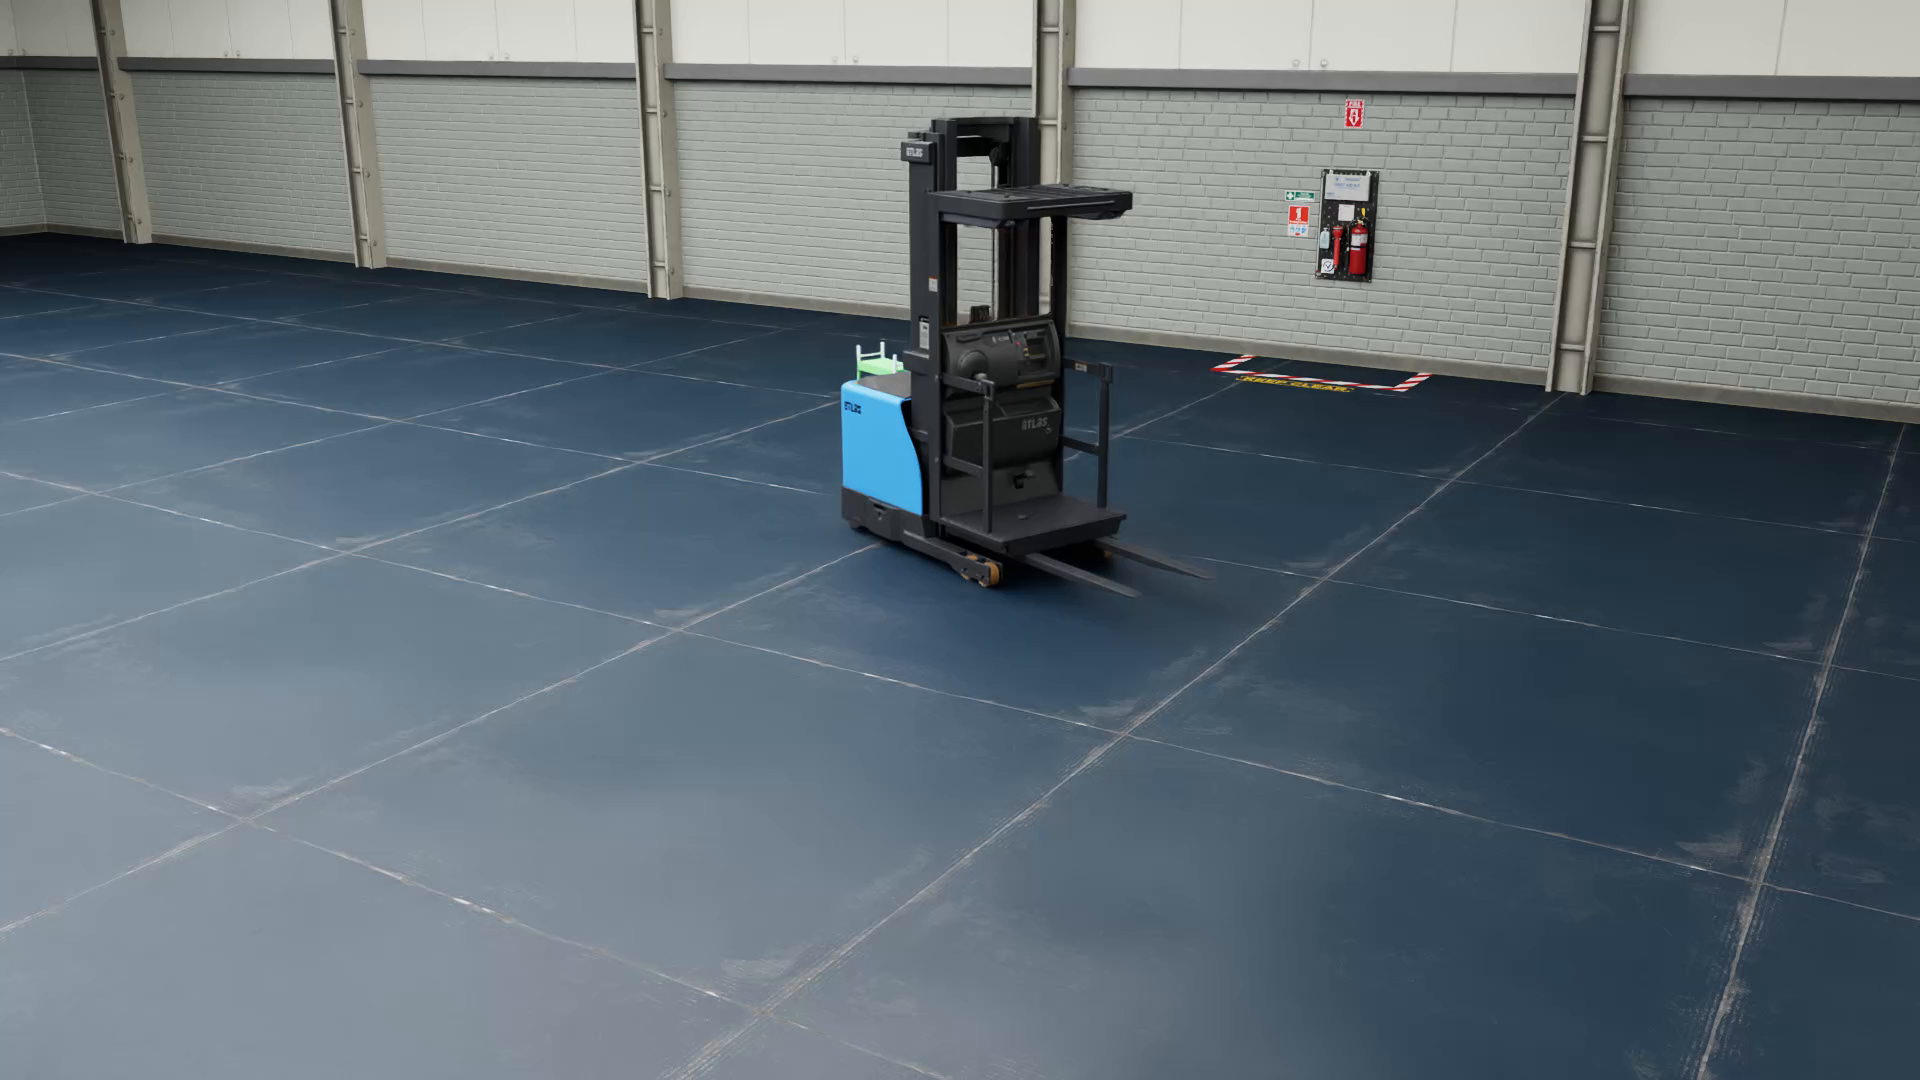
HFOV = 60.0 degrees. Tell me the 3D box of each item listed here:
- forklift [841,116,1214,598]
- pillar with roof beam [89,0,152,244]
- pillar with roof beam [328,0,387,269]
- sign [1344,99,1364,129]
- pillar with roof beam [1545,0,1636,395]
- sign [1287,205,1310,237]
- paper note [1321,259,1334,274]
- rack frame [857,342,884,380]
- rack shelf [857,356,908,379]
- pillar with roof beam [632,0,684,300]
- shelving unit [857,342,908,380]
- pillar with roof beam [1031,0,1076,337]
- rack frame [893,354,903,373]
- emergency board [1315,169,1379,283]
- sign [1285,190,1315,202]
[{"bbox_3d":[0.415,-1.255,10.969,1.130,2.935,3.031,-12,21,-35],"label":"forklift"},{"bbox_3d":[-16.523,-8.410,24.083,0.400,9.000,9.100,10,20,30],"label":"pillar with roof beam"},{"bbox_3d":[-11.410,-7.497,21.079,0.400,9.000,9.100,10,20,30],"label":"pillar with roof beam"},{"bbox_3d":[4.141,-4.475,17.464,0.199,0.298,0.001,10,20,30],"label":"sign"},{"bbox_3d":[3.928,-4.759,12.065,0.400,9.000,9.100,10,20,30],"label":"pillar with roof beam"},{"bbox_3d":[3.678,-3.467,18.072,0.234,0.329,0.001,10,20,30],"label":"sign"},{"bbox_3d":[3.981,-2.963,17.989,0.142,0.148,0.016,10,20,30],"label":"paper note"},{"bbox_3d":[-0.683,-0.922,12.853,0.240,1.200,0.015,-12,21,-35],"label":"rack frame"},{"bbox_3d":[-0.537,-1.264,12.545,0.258,0.148,0.480,-12,21,-35],"label":"rack shelf"},{"bbox_3d":[-6.297,-6.584,18.074,0.400,9.000,9.100,10,20,30],"label":"pillar with roof beam"},{"bbox_3d":[-0.537,-0.865,12.666,0.258,1.200,0.503,-12,21,-35],"label":"shelving unit"},{"bbox_3d":[-1.185,-5.672,15.070,0.400,9.000,9.100,10,20,30],"label":"pillar with roof beam"},{"bbox_3d":[-0.391,-0.809,12.479,0.240,1.200,0.015,-12,21,-35],"label":"rack frame"},{"bbox_3d":[4.095,-3.340,17.716,0.643,1.169,0.194,10,20,30],"label":"emergency board"},{"bbox_3d":[3.677,-3.717,17.985,0.331,0.109,0.001,10,20,30],"label":"sign"}]
